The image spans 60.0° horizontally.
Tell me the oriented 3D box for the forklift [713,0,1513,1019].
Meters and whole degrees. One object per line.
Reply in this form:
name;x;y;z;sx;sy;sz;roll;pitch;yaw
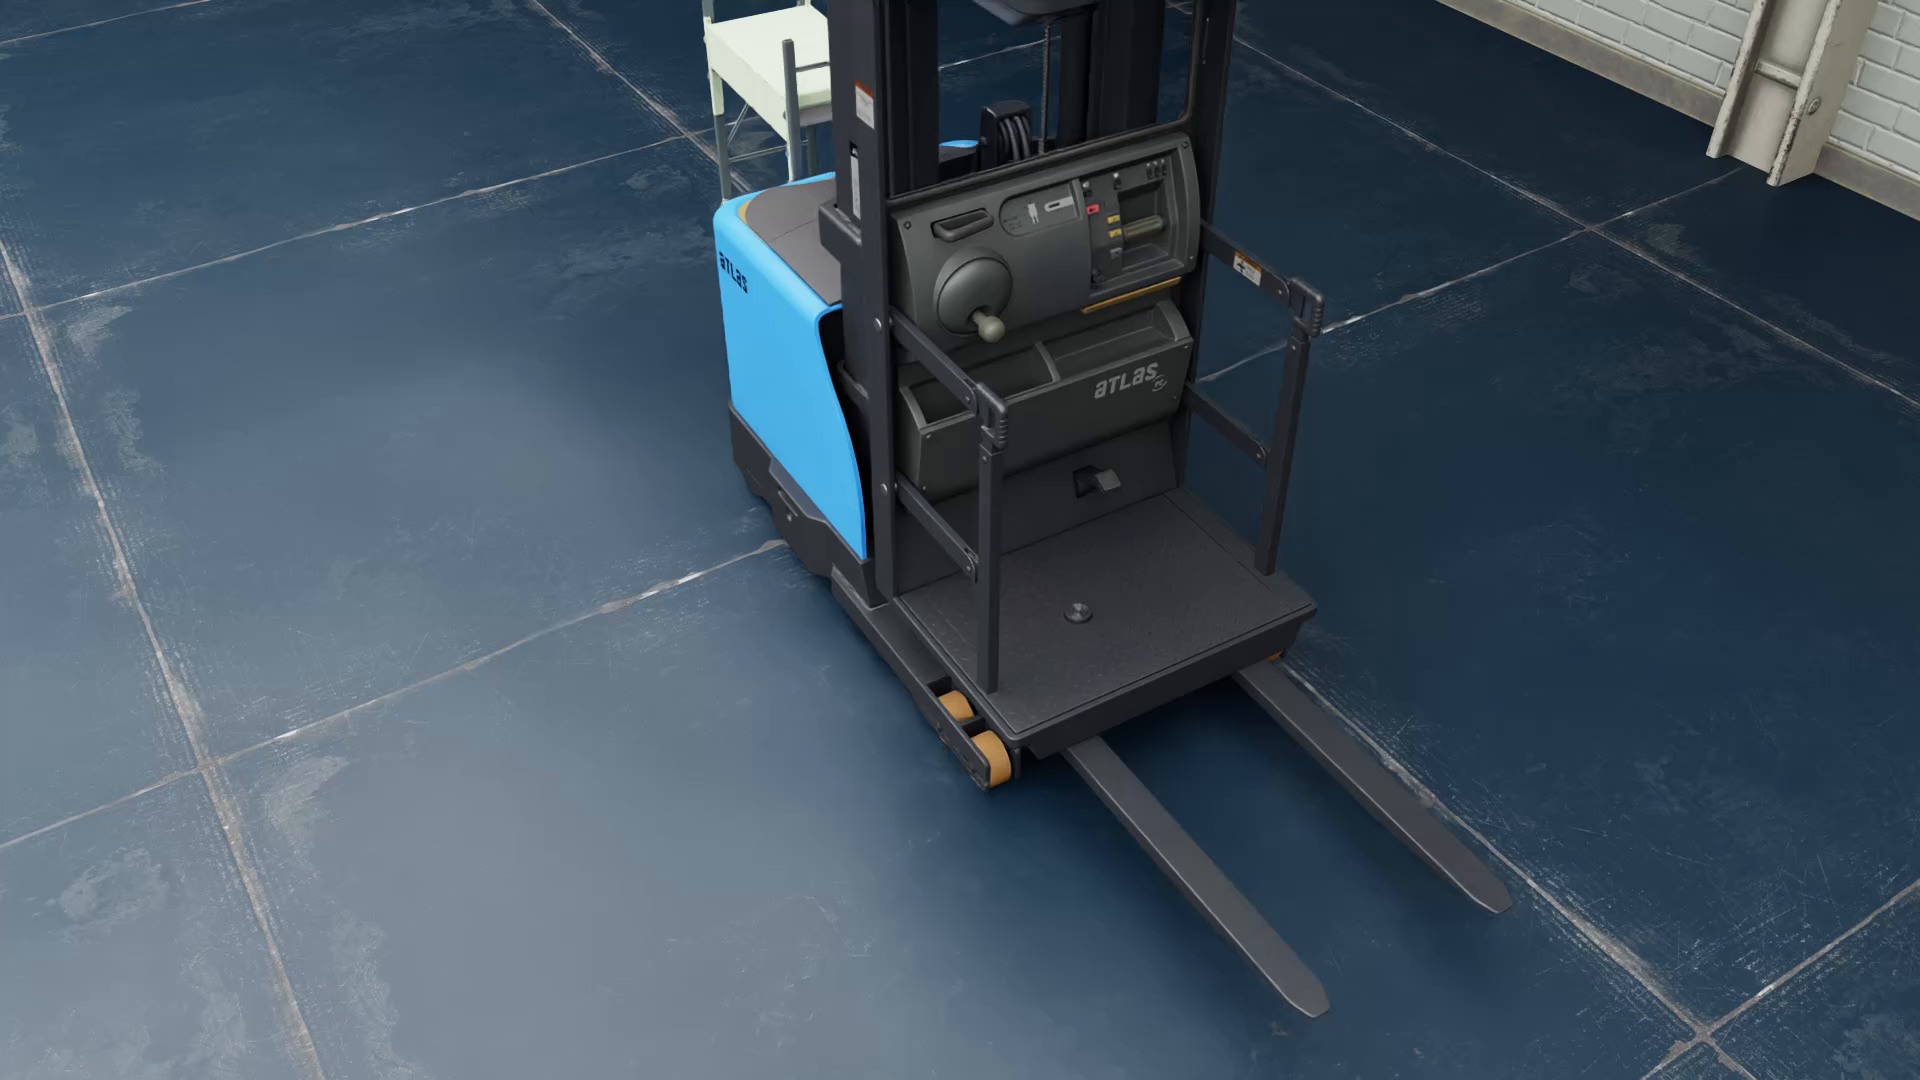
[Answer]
forklift;0.366;-0.741;4.349;1.130;2.935;3.031;-21;44;-23

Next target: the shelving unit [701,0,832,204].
shelving unit;-0.560;-1.277;6.106;0.431;1.500;0.755;-19;43;-21

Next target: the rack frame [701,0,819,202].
rack frame;-0.733;-1.481;6.356;0.400;1.500;0.023;-19;43;-21

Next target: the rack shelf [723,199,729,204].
rack shelf;-0.558;-1.025;6.313;0.431;0.370;0.720;-19;43;-21

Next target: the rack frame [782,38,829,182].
rack frame;-0.387;-1.073;5.857;0.400;1.500;0.023;-19;43;-21

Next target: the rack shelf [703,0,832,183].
rack shelf;-0.561;-1.578;5.859;0.431;0.370;0.720;-19;43;-21

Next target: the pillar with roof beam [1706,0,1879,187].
pillar with roof beam;0.178;-3.772;3.248;9.100;9.000;0.400;-22;45;-24
